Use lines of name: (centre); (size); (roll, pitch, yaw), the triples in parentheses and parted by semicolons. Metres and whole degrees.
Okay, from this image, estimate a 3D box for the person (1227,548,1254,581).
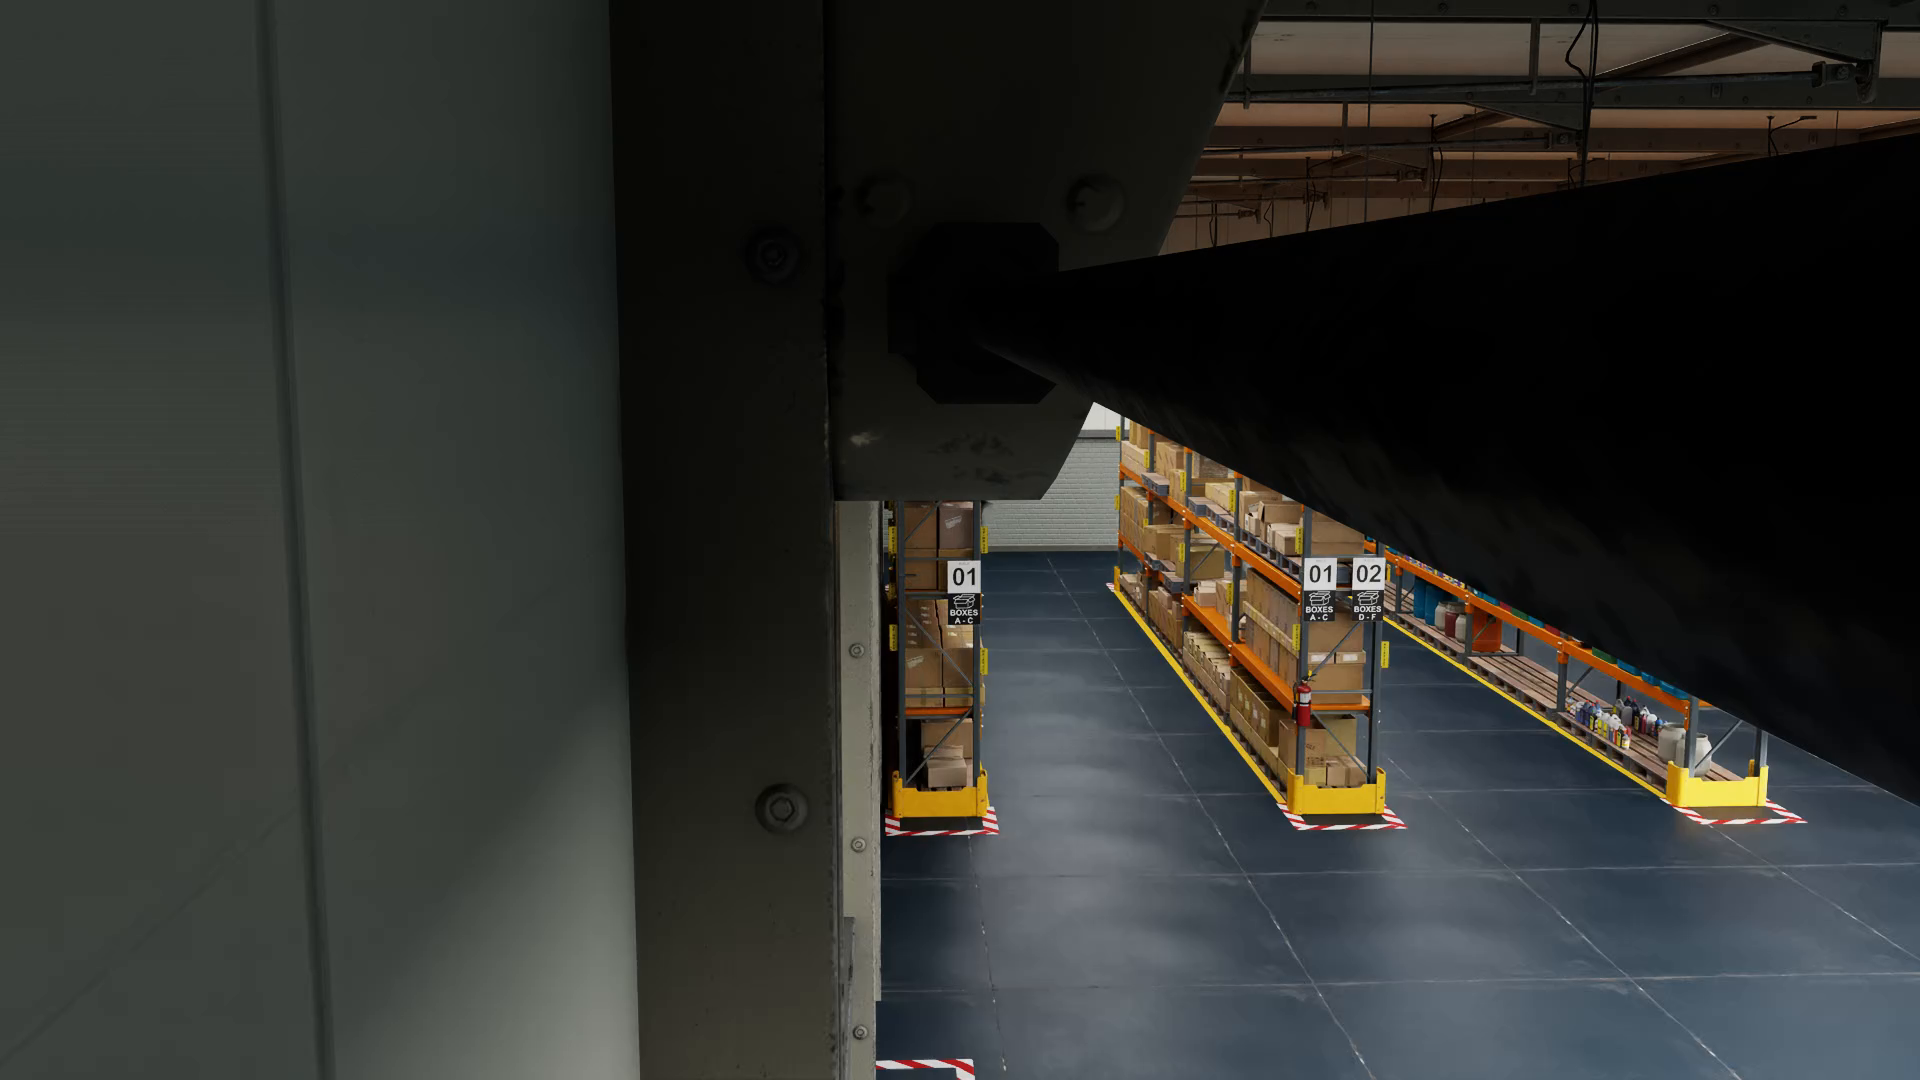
person: (5.973, 0.388, 35.228); (0.654, 1.736, 0.582); (-2, 8, -12)
